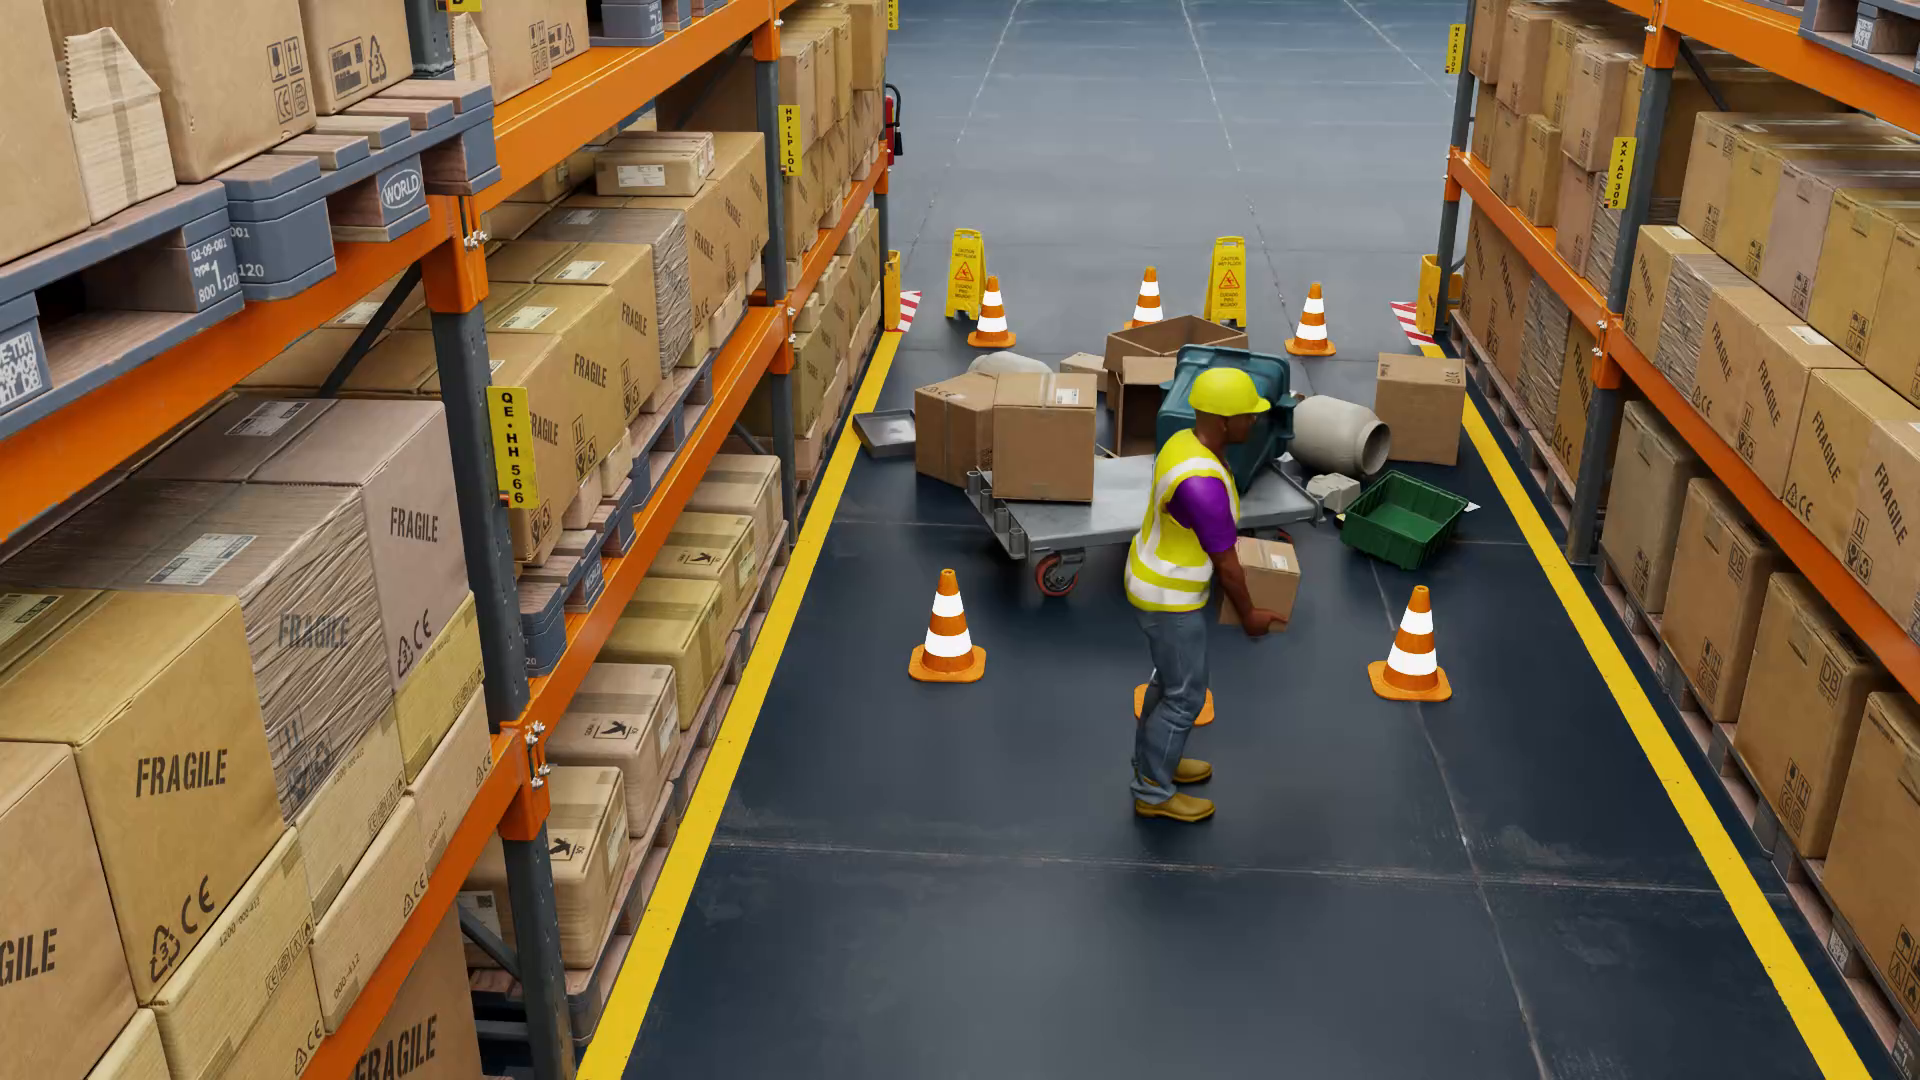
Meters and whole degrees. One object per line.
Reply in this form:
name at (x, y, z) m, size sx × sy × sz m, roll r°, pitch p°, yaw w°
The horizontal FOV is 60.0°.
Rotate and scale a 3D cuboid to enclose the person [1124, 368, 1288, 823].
person at (0.904, 0.197, 6.164) m, size 0.593 × 1.746 × 0.501 m, roll 1°, pitch 24°, yaw 3°
